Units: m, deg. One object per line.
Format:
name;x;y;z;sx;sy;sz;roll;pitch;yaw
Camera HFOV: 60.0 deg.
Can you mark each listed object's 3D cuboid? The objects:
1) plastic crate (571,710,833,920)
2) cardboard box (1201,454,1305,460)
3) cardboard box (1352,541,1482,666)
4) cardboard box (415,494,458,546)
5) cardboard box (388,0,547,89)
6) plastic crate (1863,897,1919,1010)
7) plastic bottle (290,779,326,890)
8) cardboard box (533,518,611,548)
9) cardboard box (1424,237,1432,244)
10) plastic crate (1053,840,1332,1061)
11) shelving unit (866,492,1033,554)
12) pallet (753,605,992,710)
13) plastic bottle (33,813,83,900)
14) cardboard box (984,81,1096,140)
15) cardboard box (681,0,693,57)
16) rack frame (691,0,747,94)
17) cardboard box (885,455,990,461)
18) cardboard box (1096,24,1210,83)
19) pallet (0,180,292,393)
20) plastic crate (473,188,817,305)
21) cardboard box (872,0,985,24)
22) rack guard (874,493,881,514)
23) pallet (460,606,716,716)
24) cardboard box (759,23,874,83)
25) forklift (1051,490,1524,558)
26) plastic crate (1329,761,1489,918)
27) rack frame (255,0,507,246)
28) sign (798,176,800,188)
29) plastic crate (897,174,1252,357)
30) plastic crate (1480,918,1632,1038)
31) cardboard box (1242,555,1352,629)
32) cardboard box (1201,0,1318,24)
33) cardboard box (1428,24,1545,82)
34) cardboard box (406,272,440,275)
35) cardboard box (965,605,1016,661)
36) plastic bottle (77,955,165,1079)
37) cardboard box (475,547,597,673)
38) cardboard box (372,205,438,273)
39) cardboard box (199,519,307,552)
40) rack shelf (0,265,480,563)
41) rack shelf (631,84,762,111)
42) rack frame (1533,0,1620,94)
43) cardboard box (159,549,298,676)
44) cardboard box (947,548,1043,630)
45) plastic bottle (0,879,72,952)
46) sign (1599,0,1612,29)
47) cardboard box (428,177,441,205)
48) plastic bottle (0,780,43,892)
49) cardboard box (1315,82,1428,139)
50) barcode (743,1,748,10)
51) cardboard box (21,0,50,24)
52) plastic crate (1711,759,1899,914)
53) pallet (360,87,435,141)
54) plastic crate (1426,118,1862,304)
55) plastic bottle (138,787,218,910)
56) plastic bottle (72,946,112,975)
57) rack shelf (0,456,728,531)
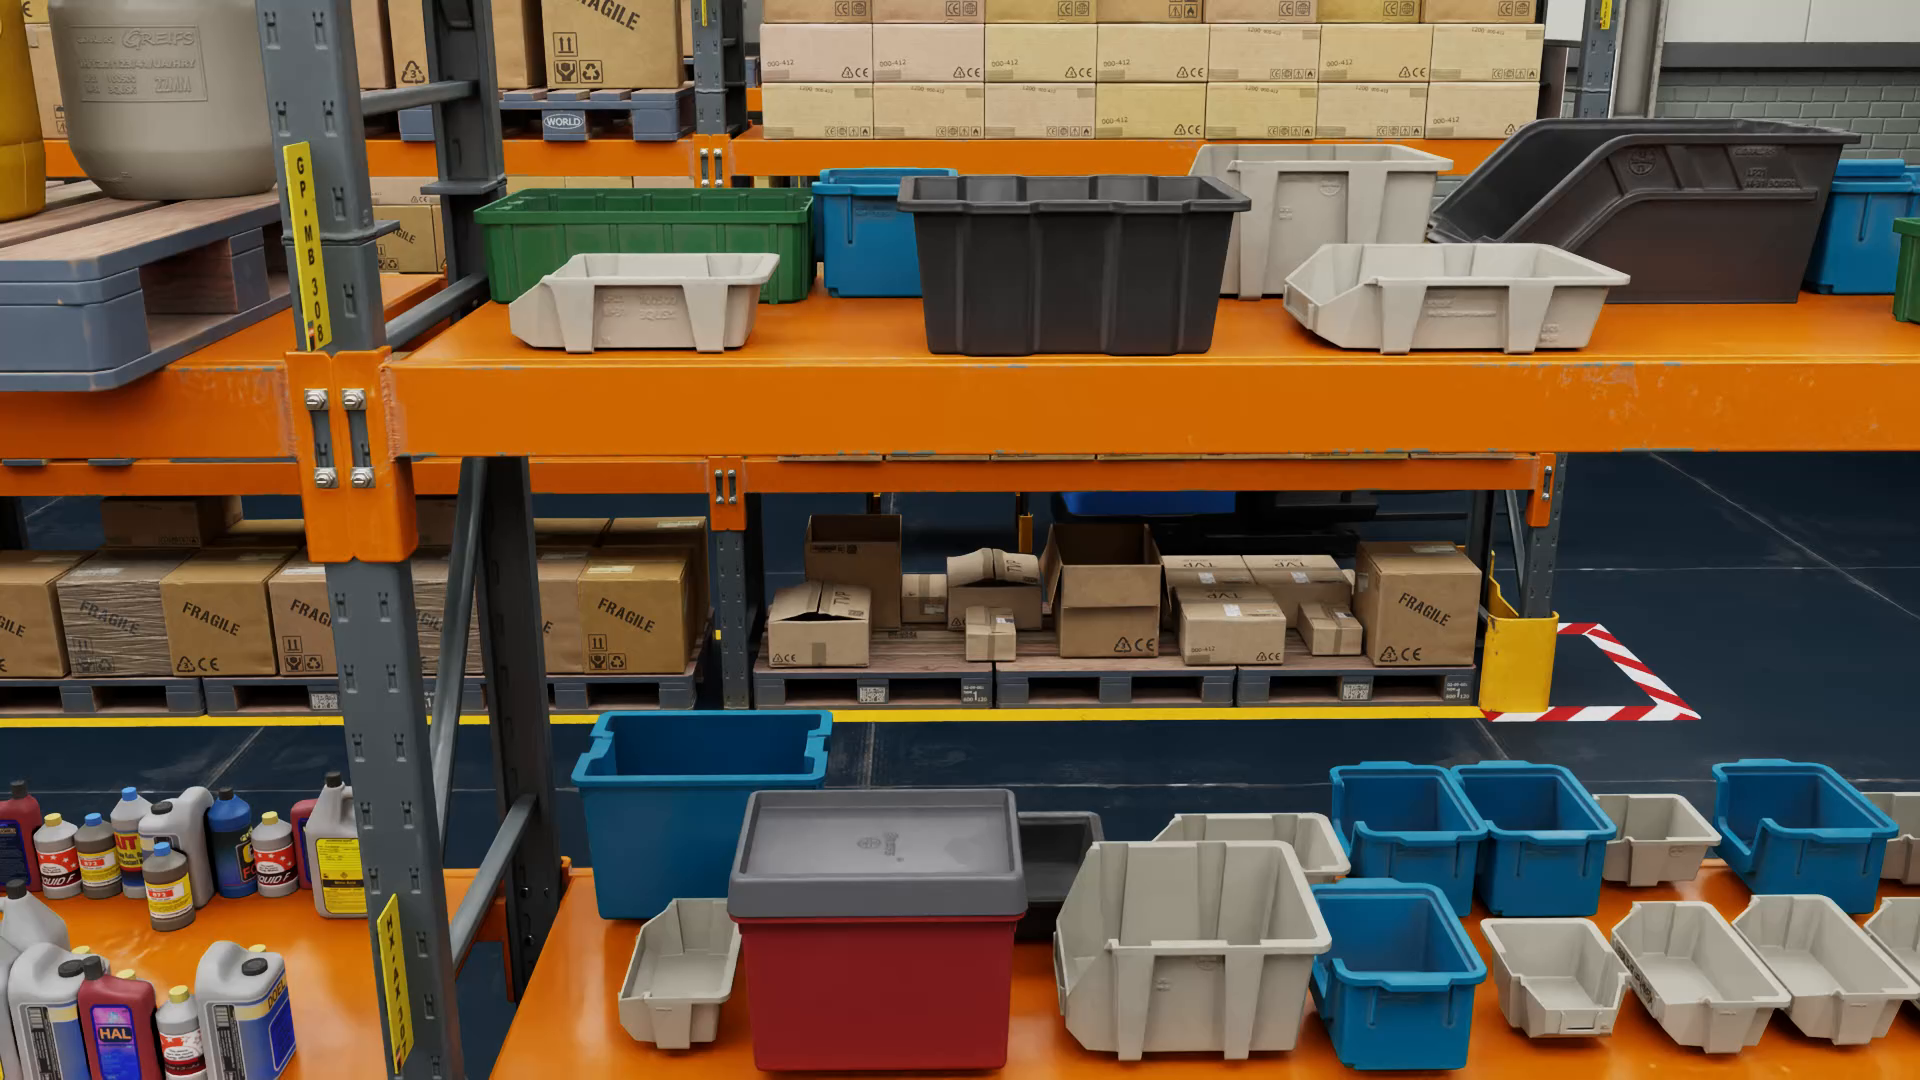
plastic crate;-0.597;0.665;3.993;0.575;0.384;0.392;0;18;-1
cardboard box;1.405;-0.698;8.150;0.500;0.500;0.500;0;18;0
cardboard box;2.326;0.318;8.516;0.500;0.500;0.500;0;18;-1
cardboard box;-2.621;-0.164;8.794;0.500;0.250;0.500;0;18;-1
cardboard box;-2.306;-2.454;7.862;0.600;0.600;0.600;0;18;-1
plastic crate;2.128;0.929;3.575;0.243;0.136;0.396;0;18;-1
plastic bottle;-1.566;0.720;4.084;0.133;0.283;0.061;0;18;-1
cardboard box;-2.154;0.194;8.905;0.500;0.500;0.500;0;18;0
cardboard box;2.426;-1.178;8.008;0.500;0.500;0.500;0;18;-1
plastic crate;0.471;0.869;3.524;0.530;0.282;0.437;0;18;-1
shelving unit;-0.076;-0.714;10.817;1.083;1.500;0.587;0;18;-1
pallet;-0.447;0.604;8.819;1.213;0.211;1.003;0;18;-1
plastic bottle;-2.205;0.767;4.070;0.097;0.201;0.097;0;18;0
cardboard box;0.357;-2.008;7.730;0.500;0.250;0.500;0;18;-1
cardboard box;-2.097;-3.948;12.651;0.500;0.500;0.700;-1;18;-4
rack frame;-1.133;-3.577;7.468;0.127;3.000;1.000;0;18;-1
cardboard box;-0.107;-0.691;8.128;0.500;0.500;0.500;0;18;0
cardboard box;0.857;-2.247;7.657;0.500;0.250;0.500;0;18;-1
pallet;-1.841;-0.513;3.134;1.003;0.211;1.213;0;18;-1
plastic crate;-0.640;-0.630;3.536;0.662;0.188;0.450;0;18;-1
cardboard box;-0.146;-2.646;7.674;0.500;0.500;0.700;0;18;-1
rack guard;-0.574;-0.116;11.001;0.087;0.250;0.587;0;18;-1
pallet;-1.946;0.622;8.762;1.213;0.211;1.003;0;18;-1
cardboard box;-0.643;-2.242;7.643;0.500;0.250;0.500;0;18;-1
forklift;2.166;-1.440;10.739;3.031;2.935;1.130;-1;18;-4
plastic crate;1.072;0.732;4.030;0.300;0.233;0.416;0;18;-1
rack frame;-1.059;-2.065;2.752;0.127;3.000;1.000;0;18;-1
sign;-1.197;-2.582;12.419;0.005;0.325;0.100;0;18;-1
plastic crate;0.188;-0.496;2.987;0.590;0.269;0.497;0;18;-1
plastic crate;1.264;0.942;3.534;0.250;0.136;0.298;0;18;-1
cardboard box;1.818;0.278;9.051;0.500;0.250;0.500;0;18;-1
cardboard box;1.353;-2.673;7.758;0.500;0.500;0.700;0;18;-1
cardboard box;2.357;-2.255;7.682;0.500;0.250;0.500;0;18;-1
cardboard box;-4.113;-2.048;12.900;0.250;0.149;0.380;0;18;-1
cardboard box;0.155;0.476;8.572;0.250;0.166;0.380;0;18;-1
plastic bottle;-1.678;0.963;3.325;0.133;0.283;0.061;0;18;-1
cardboard box;-2.117;0.350;8.419;0.500;0.500;0.500;0;18;-1
cardboard box;-4.201;-2.337;12.739;0.500;0.500;0.500;0;18;1
cardboard box;-3.684;0.201;8.883;0.500;0.500;0.500;-1;18;-3
rack shelf;-3.059;-0.284;3.290;4.000;0.370;1.077;0;18;-1
rack shelf;-3.215;-3.310;12.722;4.000;0.370;1.077;0;18;-1
rack frame;2.866;-3.597;7.528;0.127;3.000;1.000;0;18;-1
cardboard box;-3.648;0.359;8.389;0.500;0.500;0.500;-1;18;-2
cardboard box;0.182;0.257;9.017;0.500;0.311;0.500;0;18;-1
plastic bottle;-1.975;0.876;3.487;0.185;0.351;0.144;0;18;-1
sign;2.855;-2.420;7.322;0.005;0.325;0.100;0;18;-1
cardboard box;-3.719;-2.700;12.643;0.500;0.250;0.500;0;18;0
plastic bottle;-2.320;0.723;4.073;0.133;0.283;0.061;0;18;-1
cardboard box;1.857;-2.015;7.753;0.500;0.250;0.500;0;18;-1
barcode;-1.670;-4.116;12.814;0.075;0.075;0.001;1;18;4
cardboard box;-4.187;-2.656;7.706;0.500;0.500;0.500;0;18;-1
plastic crate;2.030;0.728;4.044;0.300;0.233;0.416;0;18;-1
pallet;-2.823;-2.072;7.993;1.003;0.211;1.213;0;18;-1
plastic crate;1.409;-0.703;3.518;0.767;0.338;0.504;0;18;-1
plastic bottle;-1.894;0.739;4.037;0.135;0.276;0.152;0;18;-1
plastic bottle;-1.834;0.951;3.498;0.097;0.201;0.097;0;18;0
rack shelf;-3.133;-0.369;8.464;4.000;0.370;1.077;0;18;-1
